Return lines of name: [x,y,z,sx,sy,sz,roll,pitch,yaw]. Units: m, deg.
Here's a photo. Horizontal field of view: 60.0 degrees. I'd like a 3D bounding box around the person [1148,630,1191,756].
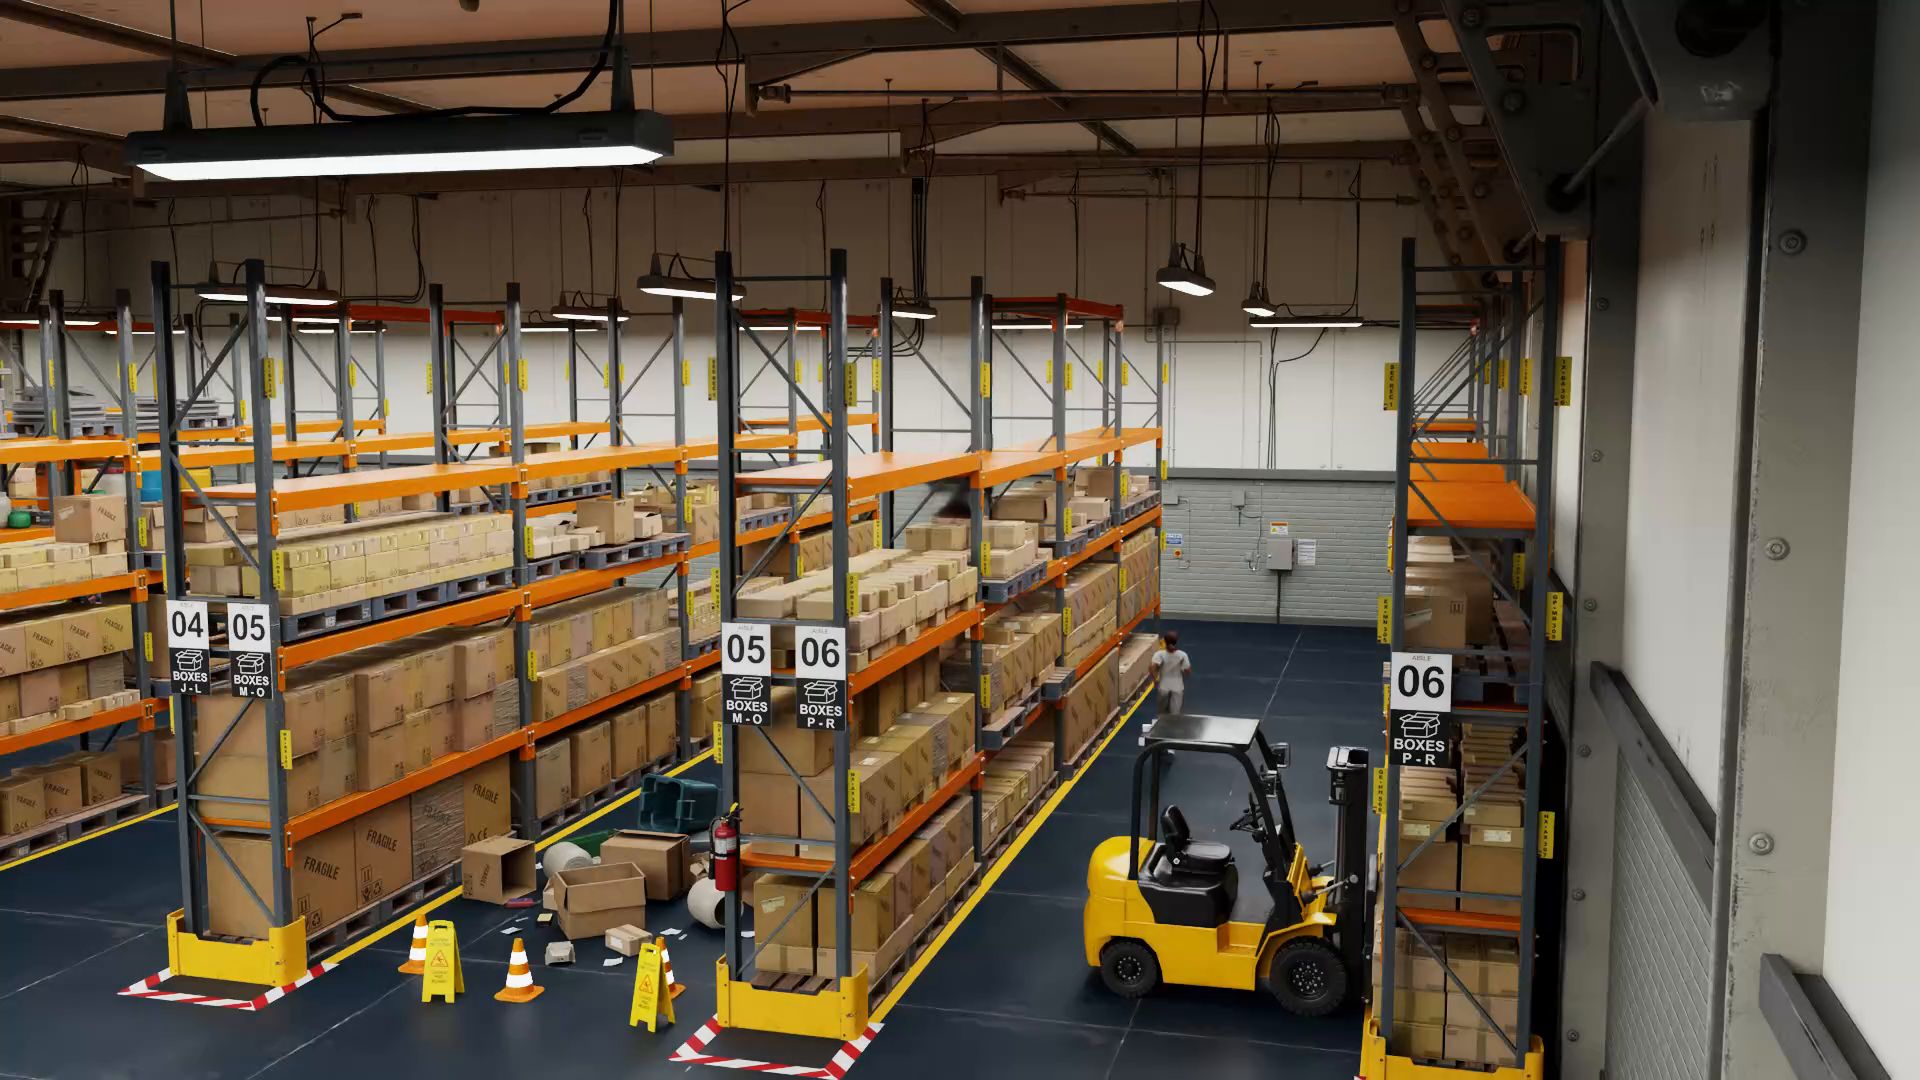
person: [2.749,2.023,21.787,0.549,1.714,0.728,1,6,10]
